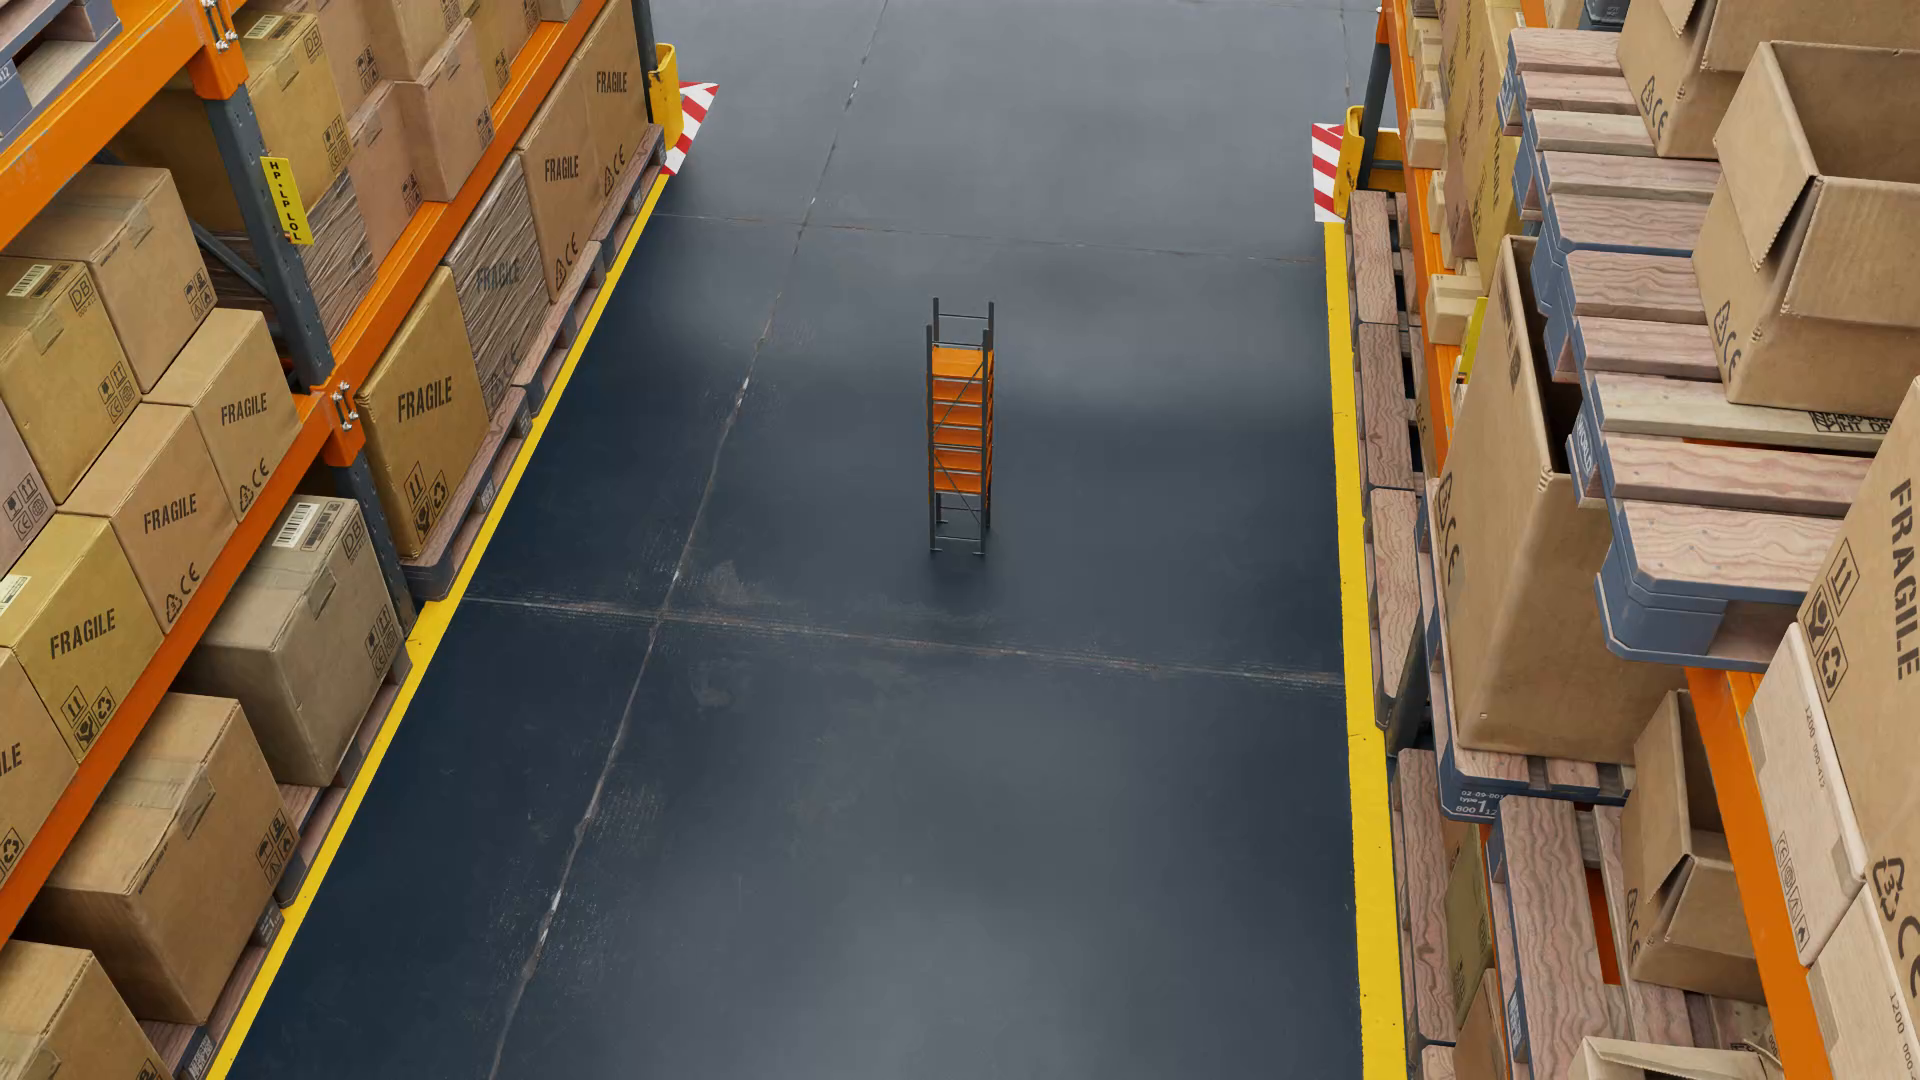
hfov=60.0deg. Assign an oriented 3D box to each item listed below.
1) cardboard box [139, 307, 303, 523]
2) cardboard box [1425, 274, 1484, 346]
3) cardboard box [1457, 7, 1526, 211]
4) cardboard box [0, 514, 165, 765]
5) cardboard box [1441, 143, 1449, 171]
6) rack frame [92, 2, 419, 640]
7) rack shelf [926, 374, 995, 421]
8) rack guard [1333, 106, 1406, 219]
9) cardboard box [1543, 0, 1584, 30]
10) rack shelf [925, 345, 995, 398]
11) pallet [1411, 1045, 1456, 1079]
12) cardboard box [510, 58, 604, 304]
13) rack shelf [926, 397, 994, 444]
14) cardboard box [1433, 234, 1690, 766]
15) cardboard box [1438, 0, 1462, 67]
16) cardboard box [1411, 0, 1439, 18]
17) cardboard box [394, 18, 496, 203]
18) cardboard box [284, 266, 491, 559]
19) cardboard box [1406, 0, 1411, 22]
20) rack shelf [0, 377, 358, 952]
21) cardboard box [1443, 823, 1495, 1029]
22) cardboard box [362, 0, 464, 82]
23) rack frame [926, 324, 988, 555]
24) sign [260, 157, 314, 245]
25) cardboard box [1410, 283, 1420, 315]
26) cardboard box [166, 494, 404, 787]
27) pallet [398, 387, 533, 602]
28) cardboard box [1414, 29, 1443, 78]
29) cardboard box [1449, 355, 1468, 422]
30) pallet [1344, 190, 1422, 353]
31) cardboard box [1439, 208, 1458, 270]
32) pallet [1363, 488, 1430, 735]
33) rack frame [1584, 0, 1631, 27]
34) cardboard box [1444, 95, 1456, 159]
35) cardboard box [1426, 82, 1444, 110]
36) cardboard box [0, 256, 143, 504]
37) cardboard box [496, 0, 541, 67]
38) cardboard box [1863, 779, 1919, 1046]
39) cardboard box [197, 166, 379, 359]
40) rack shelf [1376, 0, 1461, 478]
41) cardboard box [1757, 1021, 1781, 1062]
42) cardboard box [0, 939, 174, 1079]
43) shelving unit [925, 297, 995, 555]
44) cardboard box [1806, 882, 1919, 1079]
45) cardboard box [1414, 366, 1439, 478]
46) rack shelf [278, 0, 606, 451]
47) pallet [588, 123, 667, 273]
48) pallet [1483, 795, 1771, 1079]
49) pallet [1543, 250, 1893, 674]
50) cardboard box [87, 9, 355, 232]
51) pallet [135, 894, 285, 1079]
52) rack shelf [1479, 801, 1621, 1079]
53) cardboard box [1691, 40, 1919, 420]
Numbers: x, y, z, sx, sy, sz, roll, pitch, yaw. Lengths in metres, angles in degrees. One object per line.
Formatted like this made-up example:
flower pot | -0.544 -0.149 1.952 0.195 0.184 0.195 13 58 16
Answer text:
cardboard box | -2.564 -0.424 5.465 0.500 0.500 0.500 5 44 5
cardboard box | 1.938 -0.844 6.165 0.380 0.149 0.250 5 44 6
cardboard box | 1.994 -1.427 5.582 0.500 0.500 0.500 5 44 6
cardboard box | -2.698 0.265 4.738 0.500 0.500 0.500 6 44 6
cardboard box | 2.202 -1.514 6.872 0.380 0.149 0.250 5 44 6
rack frame | -2.760 -0.767 5.901 1.000 3.000 0.127 5 44 6
rack shelf | 0.002 -0.588 6.736 0.258 0.103 0.180 5 44 6
rack guard | 2.662 -2.014 9.036 1.175 0.500 0.348 5 44 6
cardboard box | 1.944 -1.617 4.725 0.500 0.250 0.500 7 44 7
rack shelf | 0.002 -0.675 6.653 0.258 0.103 0.180 5 44 6
pallet | 1.883 2.130 4.870 1.003 0.211 1.213 5 44 6
cardboard box | -2.370 -1.806 8.238 0.875 0.875 0.875 5 44 5
rack shelf | 0.002 -0.500 6.818 0.258 0.103 0.180 5 44 6
cardboard box | 1.899 -0.089 4.443 1.000 1.000 1.000 6 44 6
cardboard box | 2.131 -2.109 6.301 0.500 0.500 0.500 5 44 6
cardboard box | 2.572 -2.746 7.701 0.875 0.500 0.500 5 44 6
cardboard box | -2.485 -1.808 6.891 0.875 0.550 0.550 5 44 6
cardboard box | -2.608 -0.570 6.933 0.875 0.875 0.875 6 44 6
cardboard box | 2.346 -2.541 7.957 0.380 0.149 0.250 5 44 6
rack shelf | -3.025 0.857 4.709 1.077 0.370 4.000 5 44 6
cardboard box | 1.959 1.240 5.279 0.700 0.500 0.500 5 44 5
cardboard box | -2.512 -2.203 6.523 0.875 0.550 0.550 5 44 6
rack frame | -0.010 -0.383 6.804 0.240 1.200 0.006 5 44 6
sign | -2.221 -1.116 5.485 0.100 0.325 0.005 5 44 6
cardboard box | 2.528 -1.384 8.065 0.500 0.500 0.500 16 46 16
cardboard box | -2.753 0.328 6.074 1.050 0.750 0.750 5 44 5
pallet | -2.582 -0.266 7.399 1.003 0.211 1.213 5 44 6
cardboard box | 2.285 -2.200 7.597 0.380 0.149 0.250 5 44 6
cardboard box | 1.922 -0.499 5.800 0.380 0.149 0.250 5 44 6
pallet | 2.519 -1.359 8.554 1.003 0.211 1.213 5 44 6
cardboard box | 2.094 -1.177 6.516 0.380 0.149 0.250 5 44 6
pallet | 2.197 0.304 6.797 1.003 0.211 1.213 5 44 6
rack frame | 2.143 -2.426 3.289 1.000 3.000 0.127 5 44 6
cardboard box | 2.438 -1.717 6.615 0.875 0.500 0.500 5 44 6
cardboard box | 2.239 -1.857 7.235 0.380 0.149 0.250 5 44 6
cardboard box | -2.886 -0.477 4.794 0.700 0.500 0.500 5 44 5
cardboard box | -2.485 -2.544 7.668 0.875 0.550 0.550 5 44 6
cardboard box | 1.486 0.473 1.973 0.500 0.500 0.500 5 44 5
cardboard box | -2.723 -1.074 6.116 0.875 0.550 0.550 5 44 6
rack shelf | 2.407 -1.349 7.039 1.077 0.370 4.000 5 44 6
cardboard box | 2.064 1.259 3.564 0.500 0.250 0.500 4 44 4
cardboard box | -3.007 1.620 4.710 1.050 0.750 0.750 6 44 6
shelving unit | 0.002 -0.446 6.870 0.258 1.200 0.189 5 44 6
cardboard box | 1.486 0.758 2.217 0.500 0.250 0.500 5 44 5
cardboard box | 2.308 -0.583 7.218 0.500 0.500 0.500 2 43 2
rack shelf | -2.496 -1.869 7.588 1.077 0.370 4.000 5 44 6
pallet | -2.260 -1.929 9.156 1.003 0.211 1.213 5 44 6
pallet | 1.835 1.195 3.968 1.003 0.211 1.213 5 44 6
pallet | 1.822 -0.150 3.204 1.213 0.211 1.003 5 44 6
cardboard box | -2.677 -1.462 5.740 0.875 0.550 0.550 5 44 6
pallet | -2.946 1.612 5.416 1.003 0.211 1.213 5 44 6
rack shelf | 1.879 1.377 4.160 1.077 0.370 4.000 5 44 6
cardboard box | 1.859 -0.573 3.134 0.797 0.503 0.637 7 44 7
